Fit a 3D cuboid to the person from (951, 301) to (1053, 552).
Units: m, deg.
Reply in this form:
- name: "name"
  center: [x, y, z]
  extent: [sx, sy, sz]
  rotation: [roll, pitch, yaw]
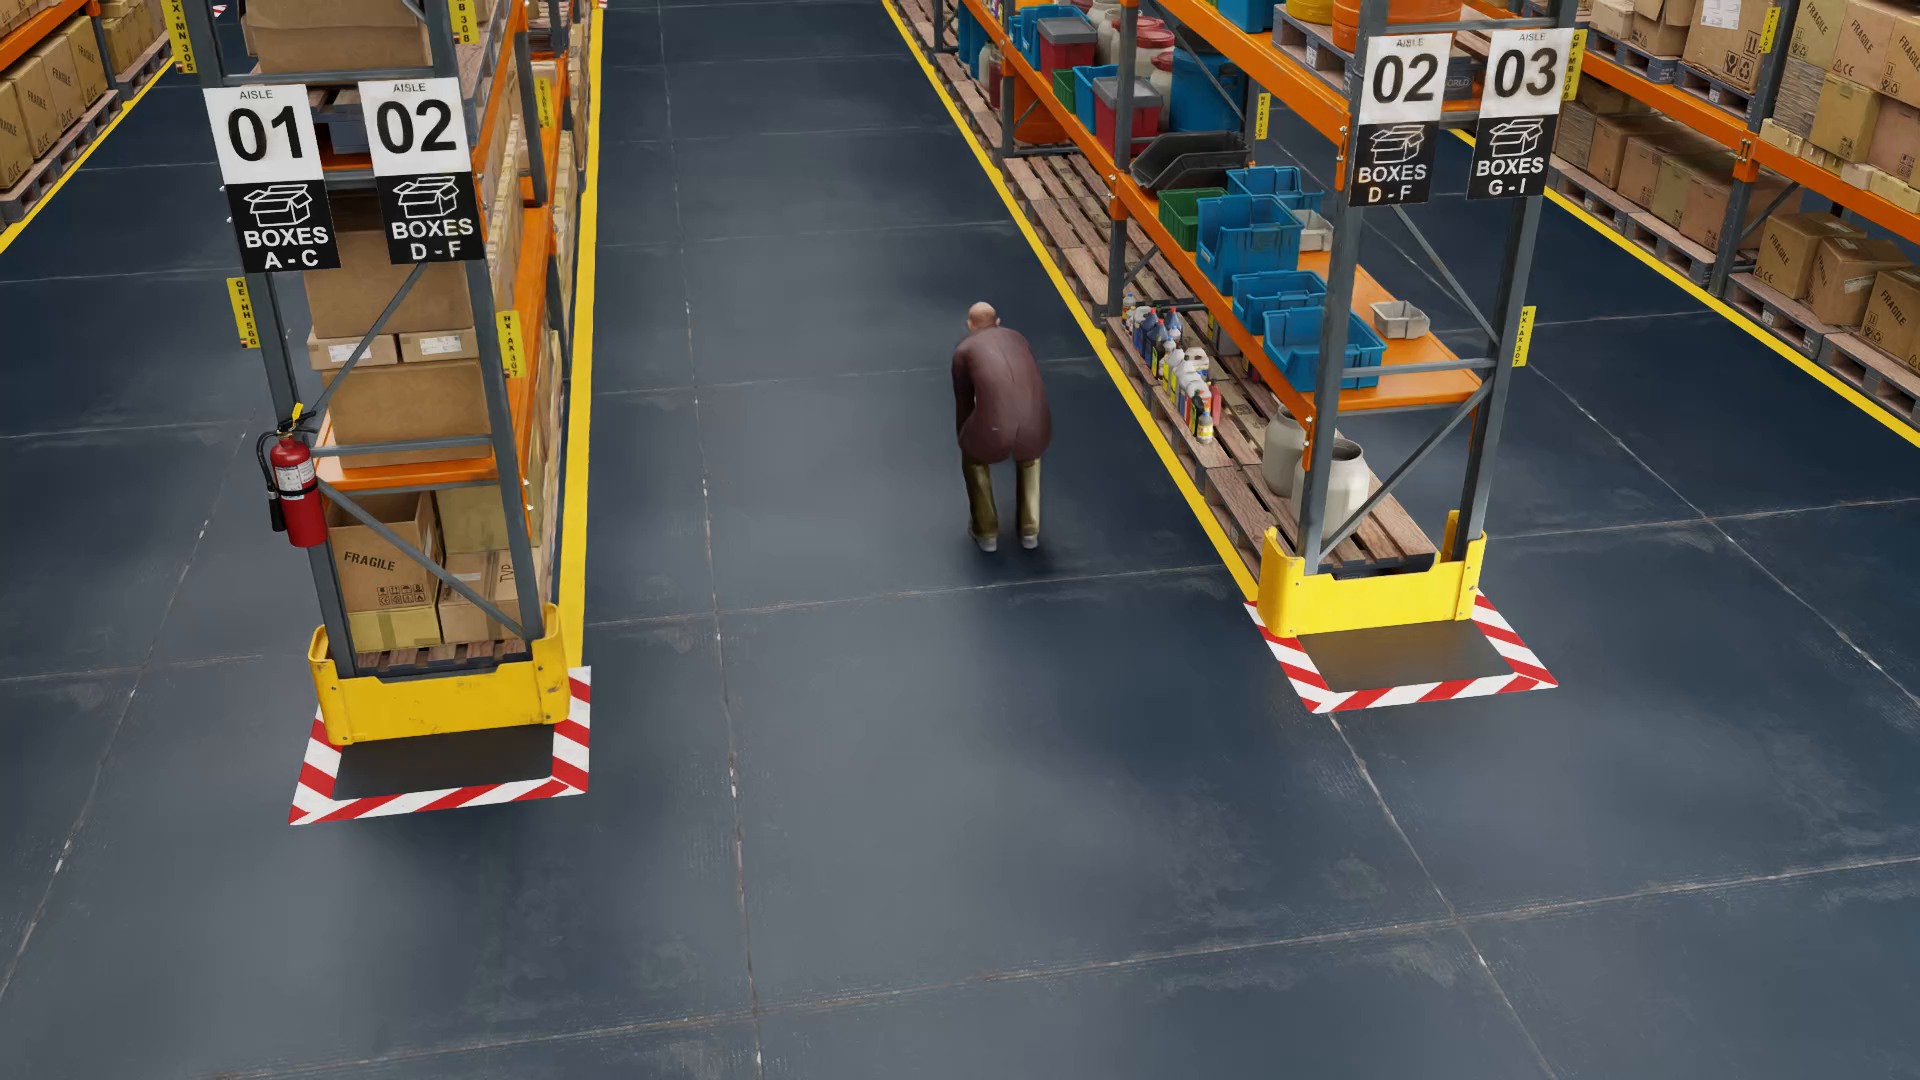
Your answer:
- name: "person"
  center: [0.225, -0.660, 9.786]
  extent: [0.571, 1.275, 0.909]
  rotation: [-6, 31, -11]
